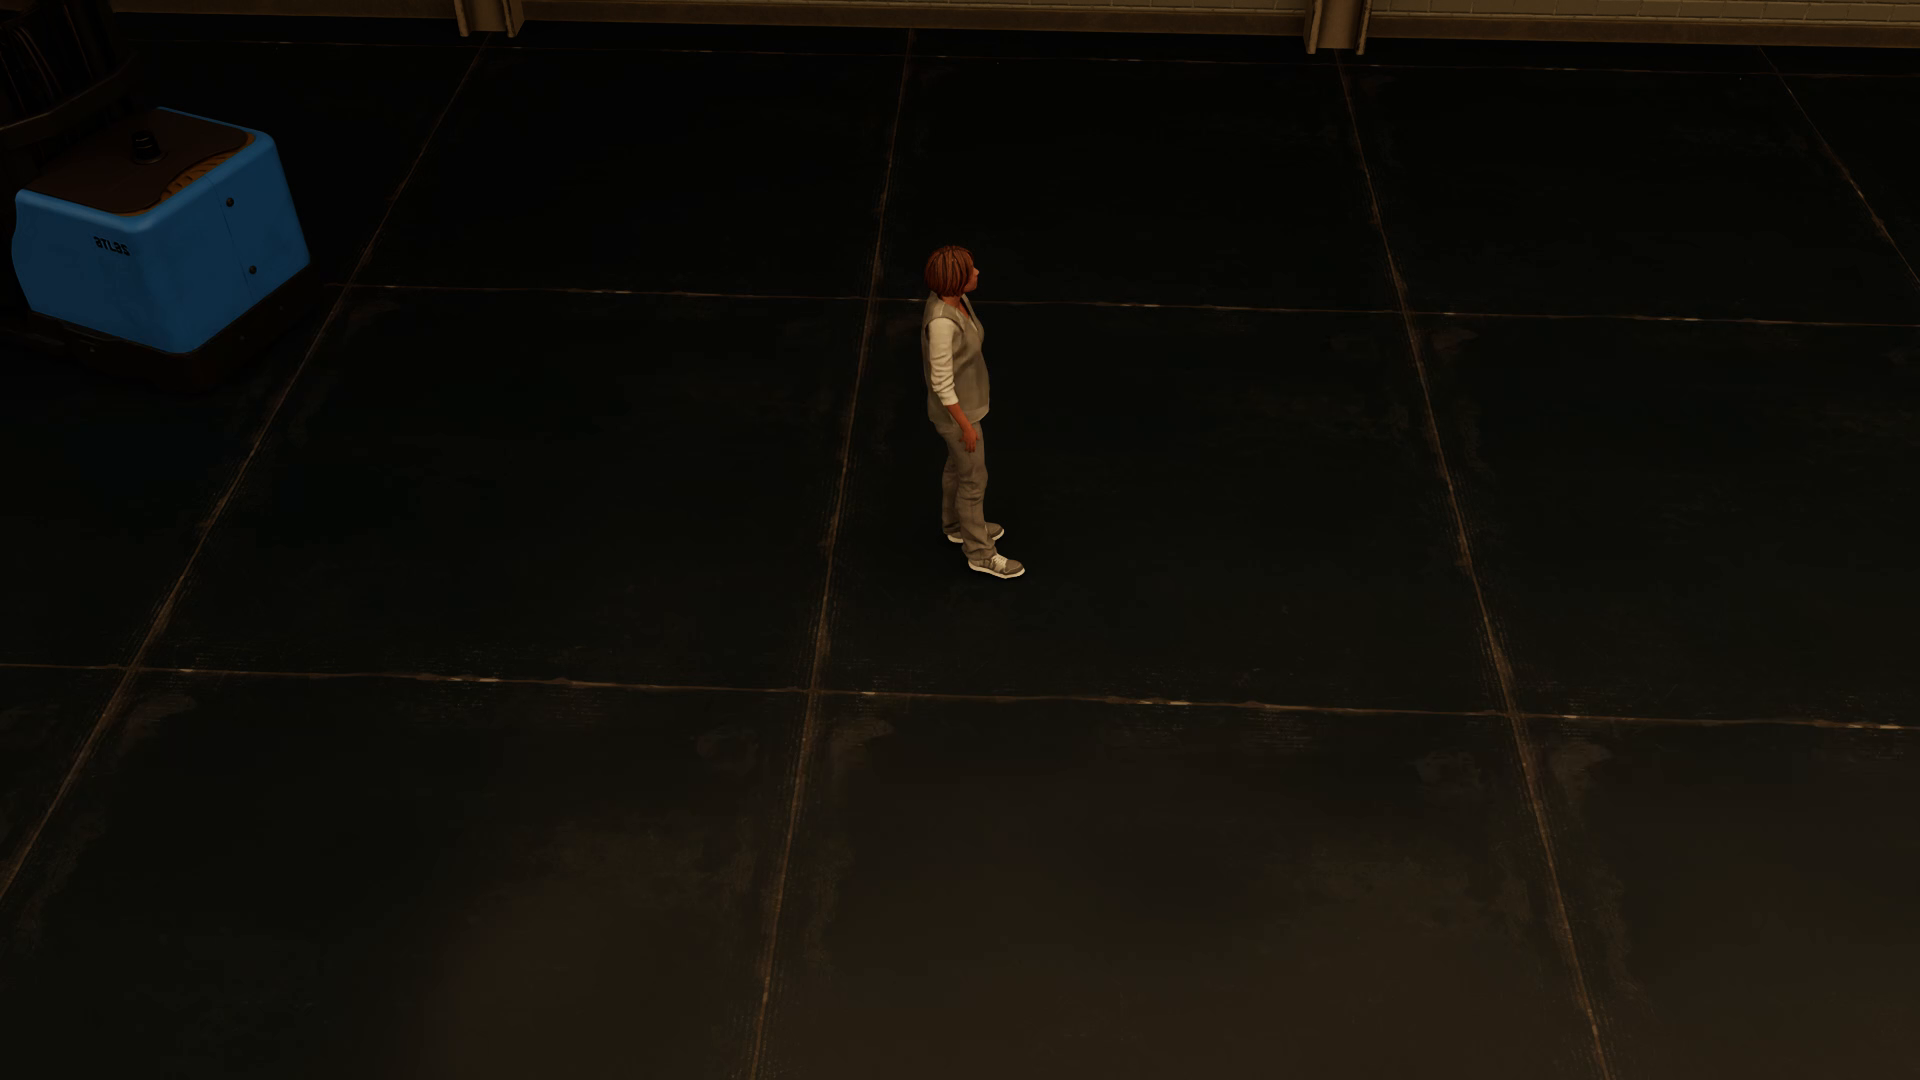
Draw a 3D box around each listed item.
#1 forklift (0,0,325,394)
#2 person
[{"bbox_3d":[-5.114,-2.505,8.486,3.031,2.935,1.130,17,45,17],"label":"forklift"},{"bbox_3d":[0.073,-0.583,7.360,0.475,1.597,0.520,2,42,2],"label":"person"}]
